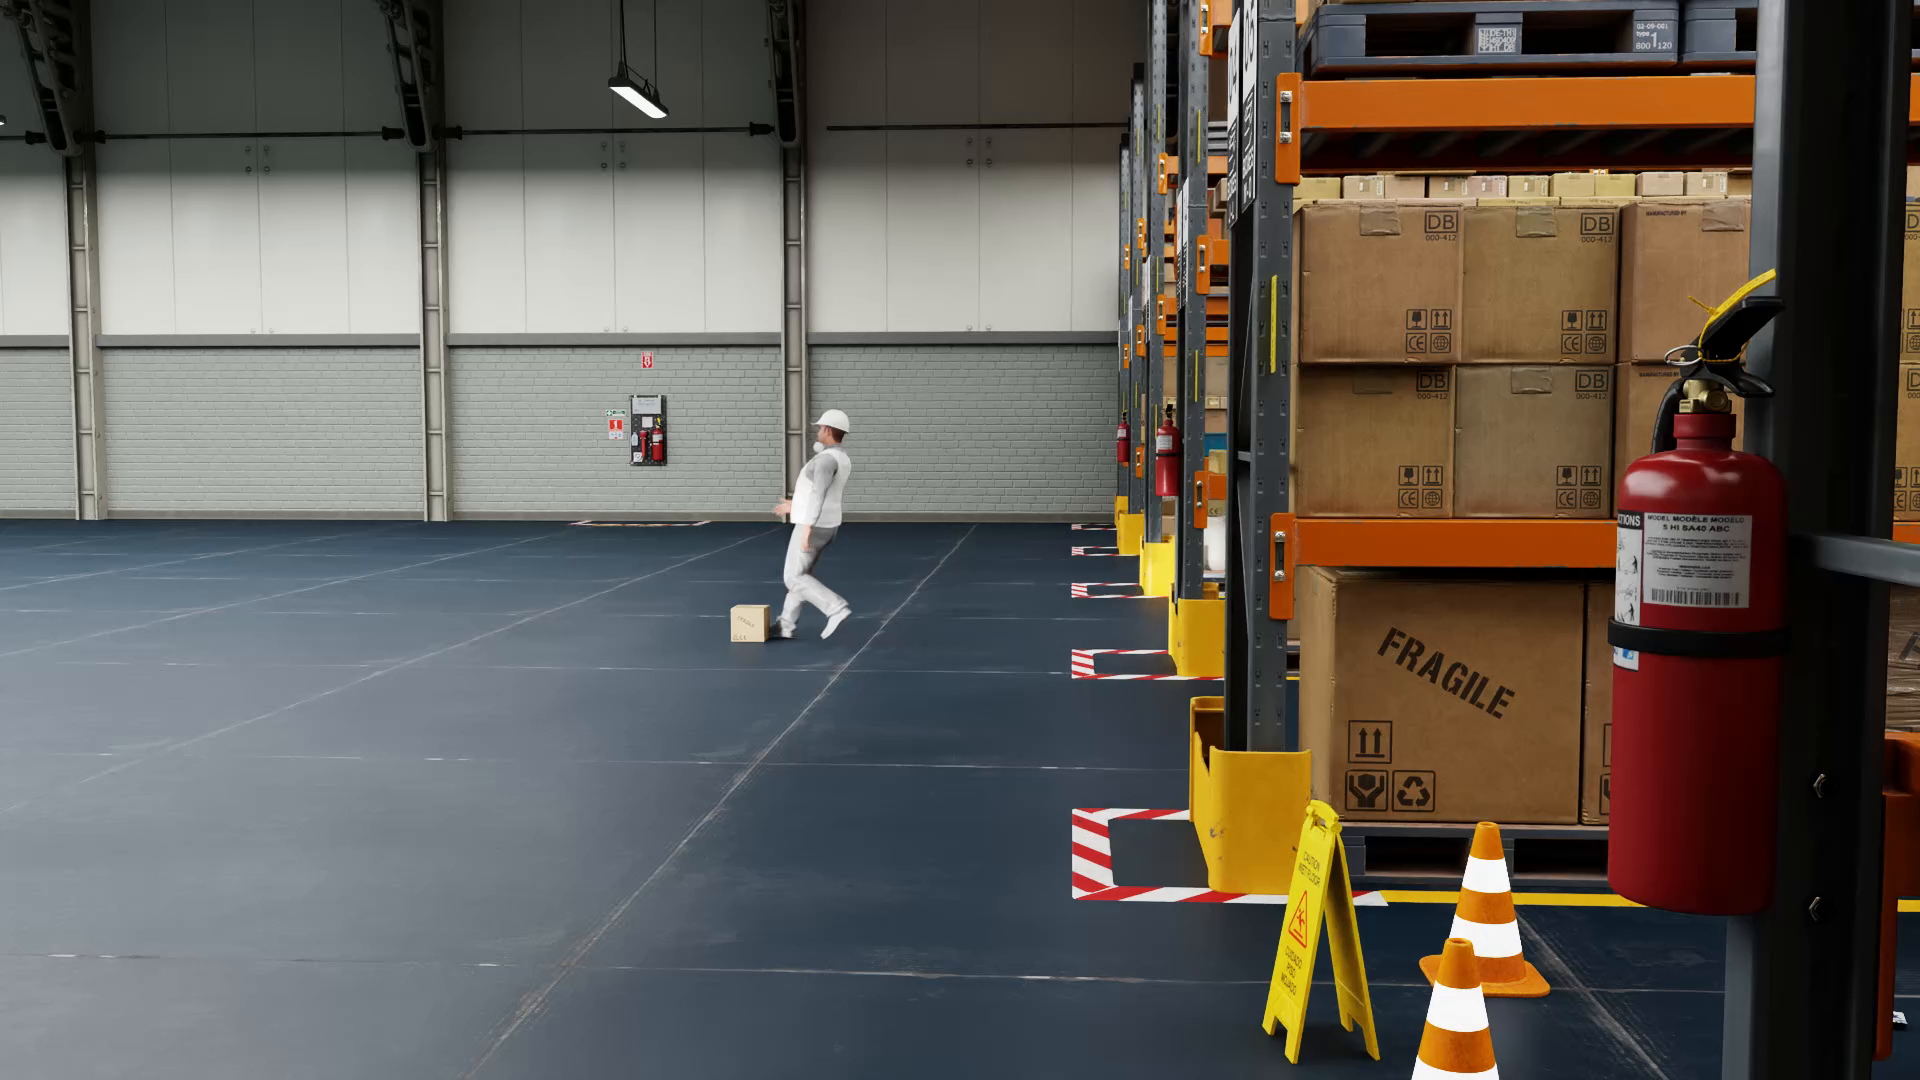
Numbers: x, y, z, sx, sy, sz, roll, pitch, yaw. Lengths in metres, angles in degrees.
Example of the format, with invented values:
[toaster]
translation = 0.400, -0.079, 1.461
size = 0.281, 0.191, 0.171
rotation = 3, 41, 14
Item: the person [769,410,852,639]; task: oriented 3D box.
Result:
[person]
translation = -1.171, -0.116, 12.483
size = 0.808, 1.716, 0.611
rotation = 1, 4, 13
